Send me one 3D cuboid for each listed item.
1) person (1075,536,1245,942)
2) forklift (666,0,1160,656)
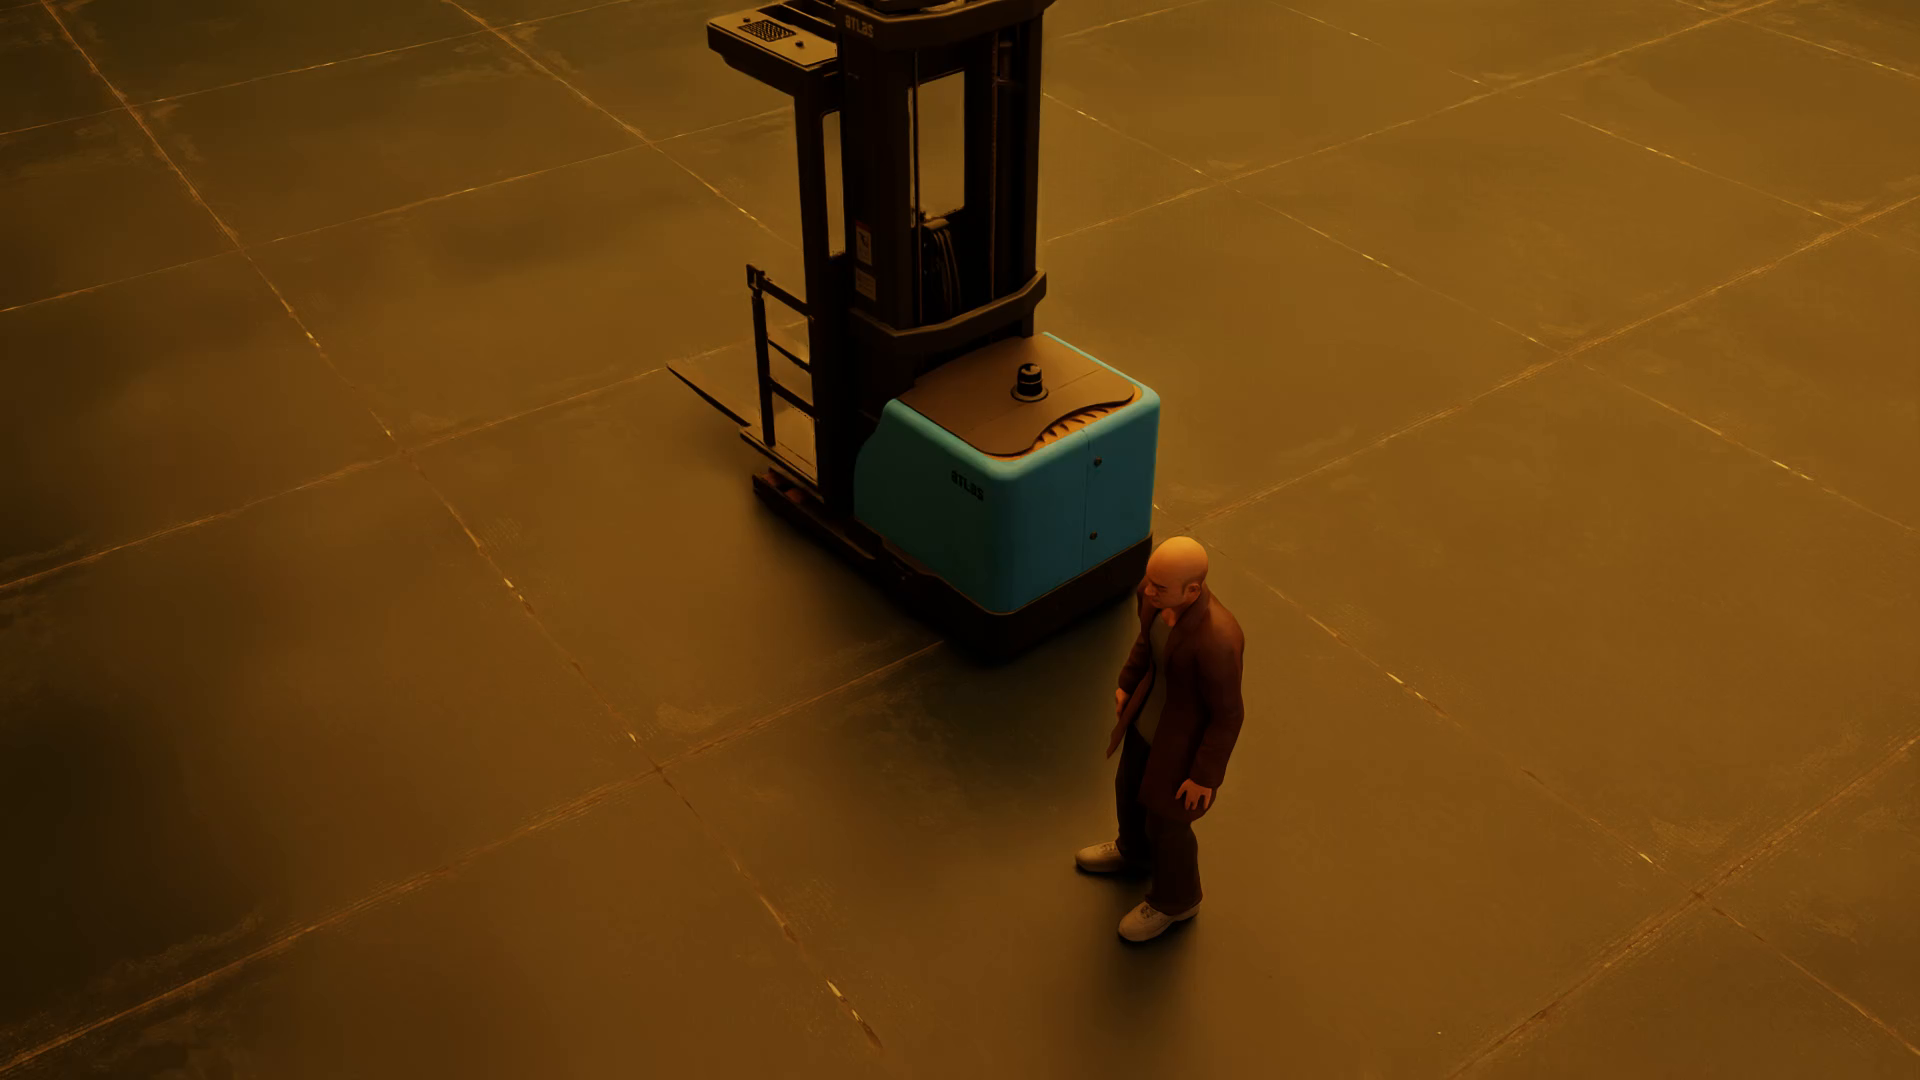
[{"bbox_3d":[0.753,0.693,5.982,0.430,1.772,0.647,-14,39,-18],"label":"person"},{"bbox_3d":[-0.422,-1.451,7.908,1.130,2.935,3.031,-27,44,-32],"label":"forklift"}]
